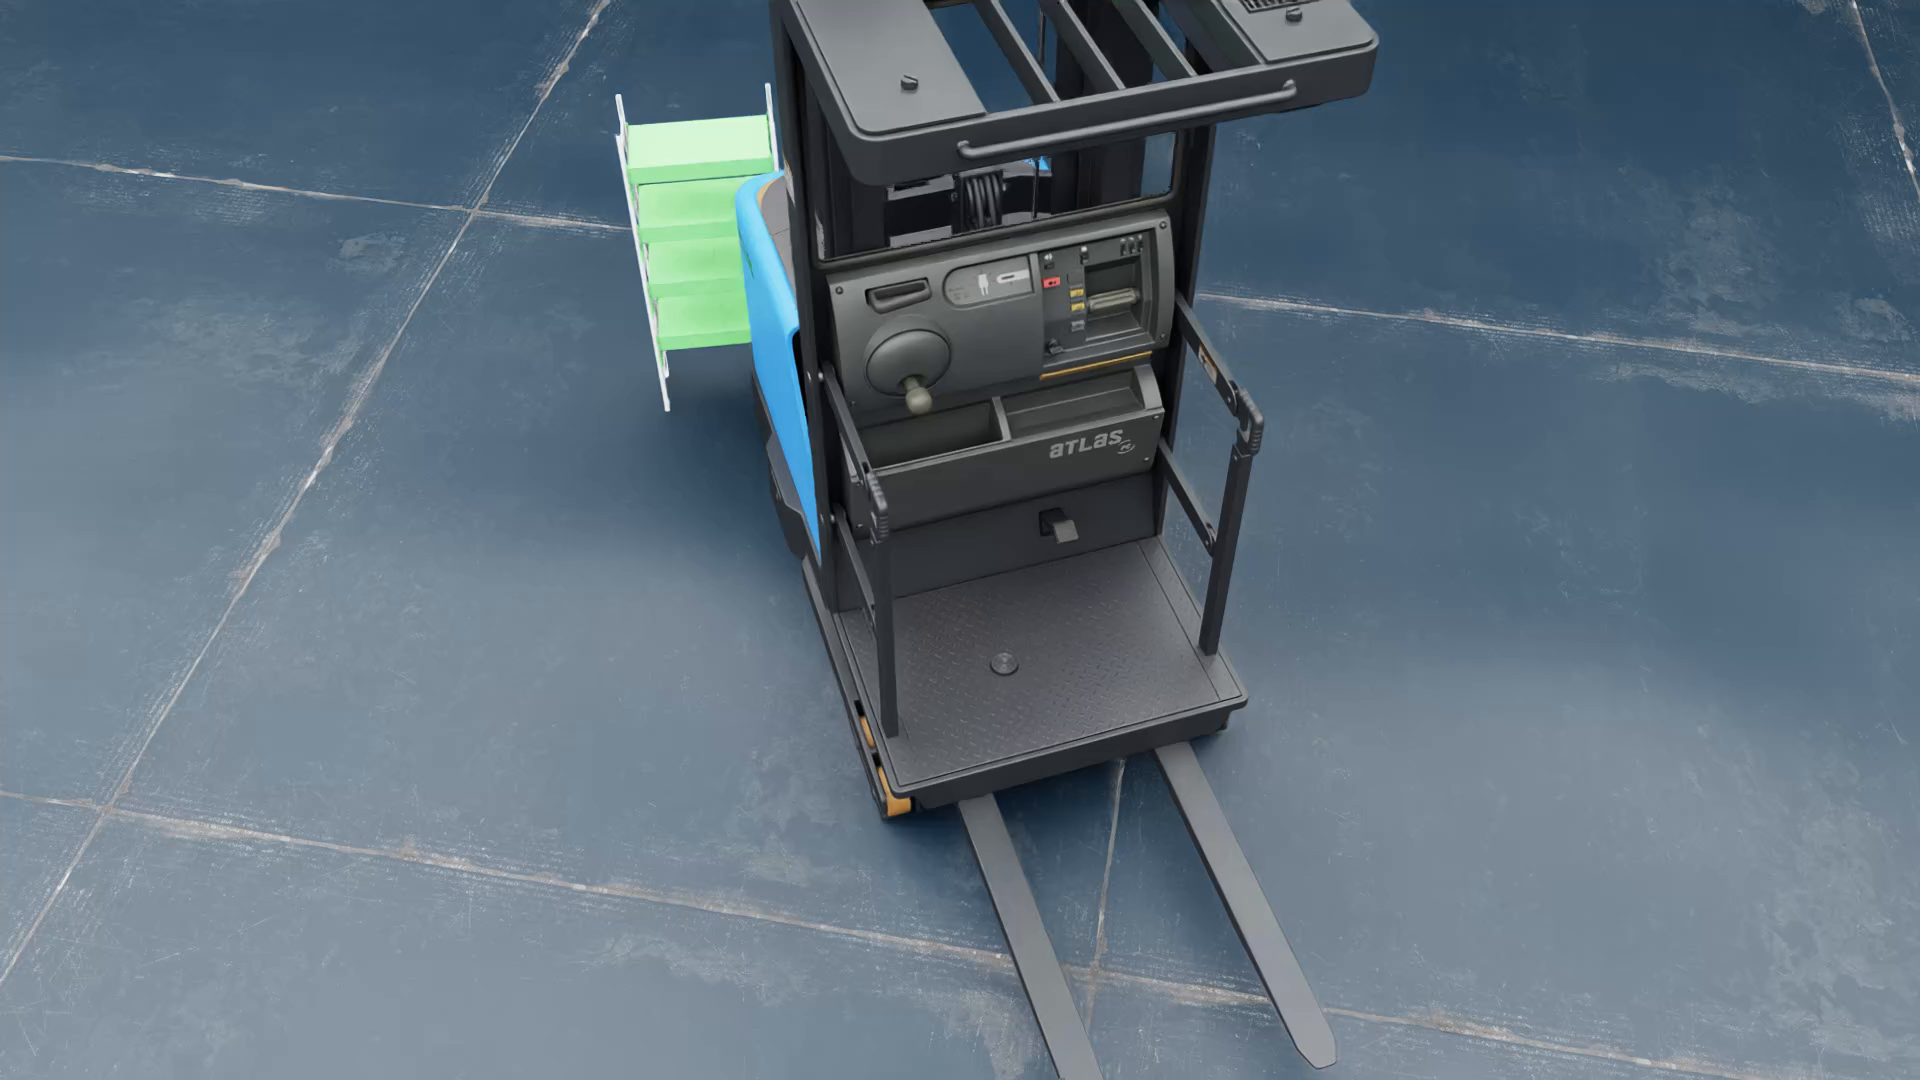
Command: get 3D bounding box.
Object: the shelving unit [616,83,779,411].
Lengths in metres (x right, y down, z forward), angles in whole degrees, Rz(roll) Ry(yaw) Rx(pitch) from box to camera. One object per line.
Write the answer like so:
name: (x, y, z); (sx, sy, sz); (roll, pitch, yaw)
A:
shelving unit: (-0.861, -0.994, 5.836); (0.503, 1.200, 0.258); (-6, 48, -5)

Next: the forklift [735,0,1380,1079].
forklift: (0.189, -0.492, 4.222); (1.130, 2.935, 3.031); (-13, 49, -12)

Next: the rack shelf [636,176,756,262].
rack shelf: (-0.861, -1.111, 5.705); (0.480, 0.148, 0.258); (-6, 48, -5)

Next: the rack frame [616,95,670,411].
rack frame: (-1.103, -0.969, 5.814); (0.015, 1.200, 0.240); (-6, 48, -5)

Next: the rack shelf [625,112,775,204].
rack shelf: (-0.861, -1.272, 5.527); (0.480, 0.148, 0.258); (-6, 48, -5)

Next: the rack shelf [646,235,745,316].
rack shelf: (-0.861, -0.951, 5.884); (0.480, 0.148, 0.258); (-6, 48, -5)

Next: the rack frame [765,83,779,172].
rack frame: (-0.619, -1.018, 5.858); (0.015, 1.200, 0.240); (-6, 48, -5)

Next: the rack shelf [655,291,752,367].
rack shelf: (-0.861, -0.791, 6.062); (0.480, 0.148, 0.258); (-6, 48, -5)
